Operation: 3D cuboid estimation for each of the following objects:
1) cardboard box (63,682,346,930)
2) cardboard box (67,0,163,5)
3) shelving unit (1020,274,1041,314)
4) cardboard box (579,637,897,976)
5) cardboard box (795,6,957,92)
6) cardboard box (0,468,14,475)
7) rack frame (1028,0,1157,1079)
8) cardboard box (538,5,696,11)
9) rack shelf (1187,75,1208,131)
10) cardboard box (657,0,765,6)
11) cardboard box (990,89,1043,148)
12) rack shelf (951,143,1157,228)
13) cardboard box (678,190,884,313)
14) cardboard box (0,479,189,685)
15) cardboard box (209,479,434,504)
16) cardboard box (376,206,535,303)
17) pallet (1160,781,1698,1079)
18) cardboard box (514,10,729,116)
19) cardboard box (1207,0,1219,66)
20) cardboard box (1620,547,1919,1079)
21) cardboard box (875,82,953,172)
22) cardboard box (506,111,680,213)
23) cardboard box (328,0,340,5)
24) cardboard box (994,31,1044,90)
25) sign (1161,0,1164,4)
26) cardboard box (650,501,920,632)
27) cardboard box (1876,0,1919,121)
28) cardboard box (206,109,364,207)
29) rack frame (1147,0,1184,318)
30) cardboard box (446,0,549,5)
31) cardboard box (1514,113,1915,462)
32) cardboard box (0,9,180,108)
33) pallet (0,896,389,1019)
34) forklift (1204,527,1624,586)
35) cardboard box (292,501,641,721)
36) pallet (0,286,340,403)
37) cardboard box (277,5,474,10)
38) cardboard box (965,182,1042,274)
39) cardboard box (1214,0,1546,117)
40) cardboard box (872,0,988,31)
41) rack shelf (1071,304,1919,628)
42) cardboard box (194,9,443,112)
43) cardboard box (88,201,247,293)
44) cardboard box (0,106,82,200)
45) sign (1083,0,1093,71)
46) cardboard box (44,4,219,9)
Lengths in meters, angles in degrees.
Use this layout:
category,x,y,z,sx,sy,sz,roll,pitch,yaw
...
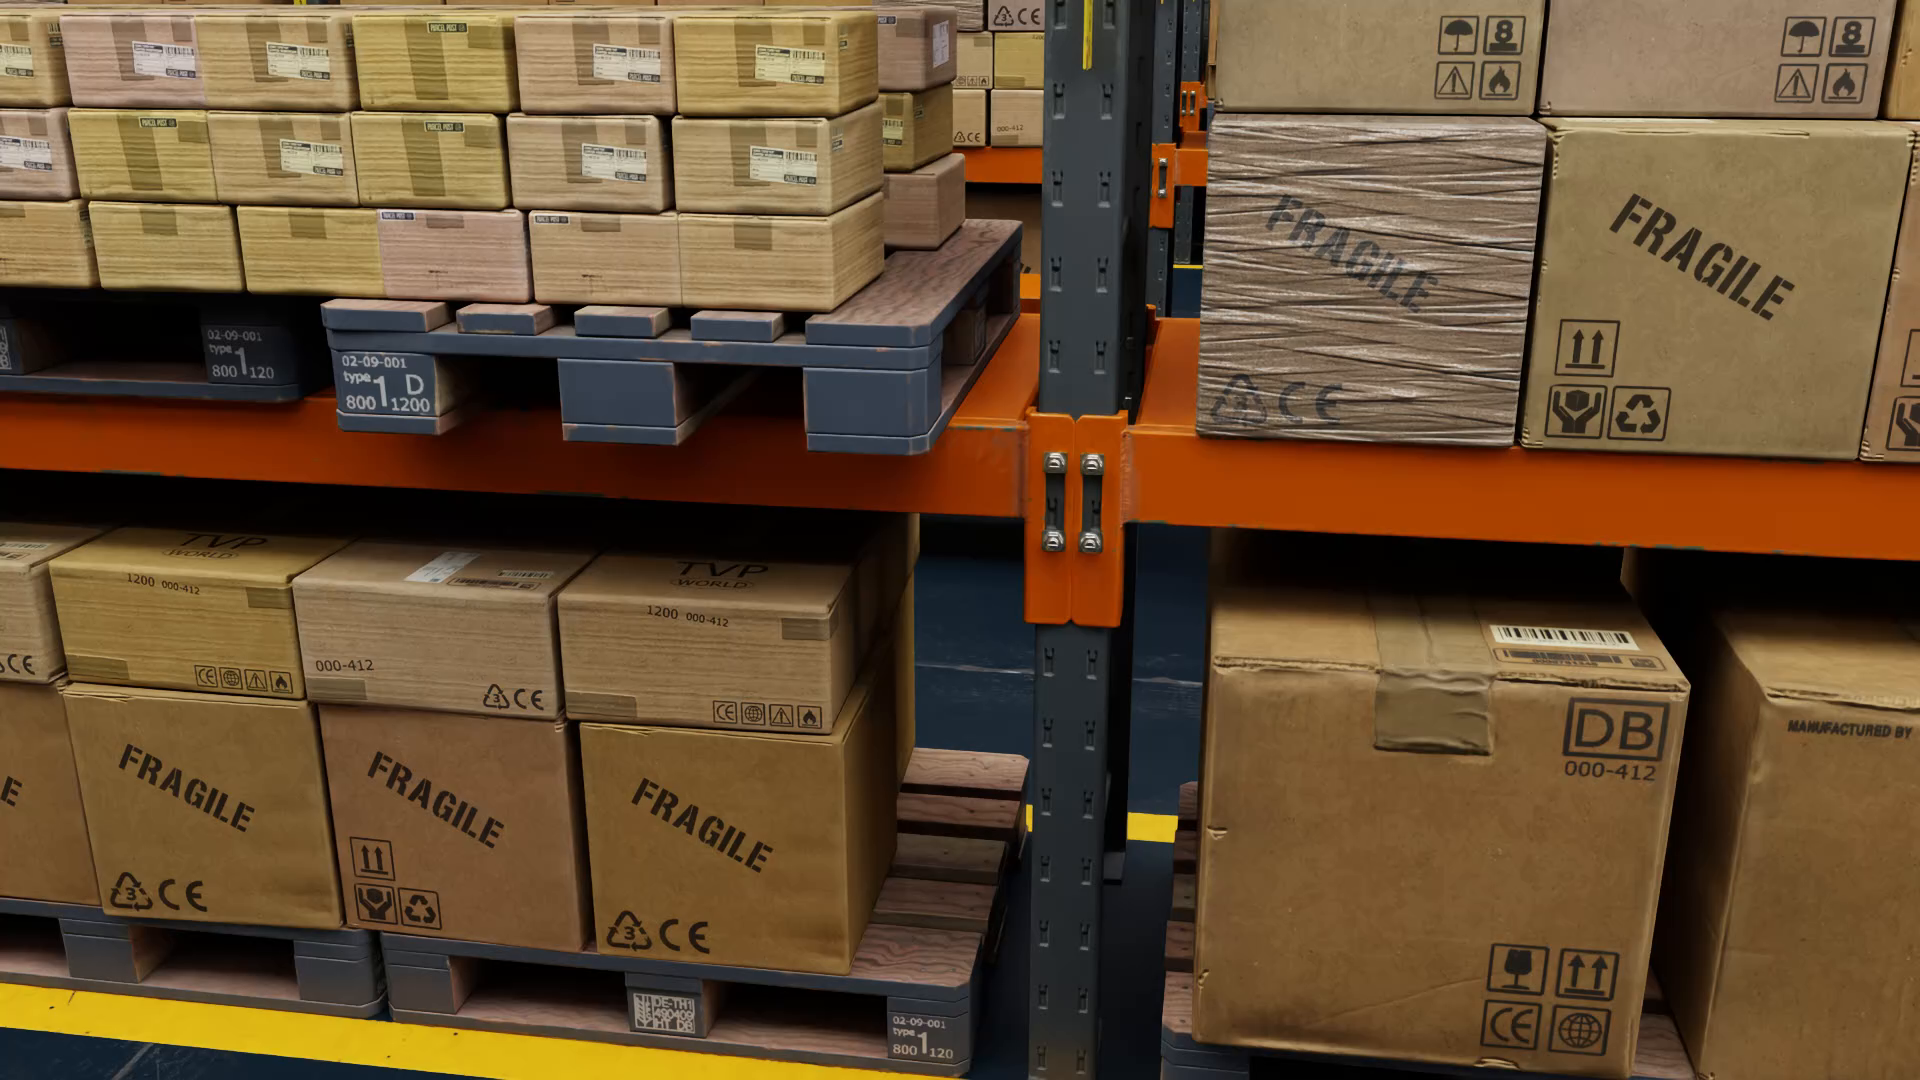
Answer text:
category,x,y,z,sx,sy,sz,roll,pitch,yaw
cardboard box,-1.457,0.456,3.491,0.500,0.500,0.500,2,19,6
cardboard box,-4.003,-2.774,8.134,0.500,0.500,0.500,3,19,8
shelving unit,-0.007,-0.534,6.126,1.048,1.125,0.538,3,19,9
cardboard box,-0.420,0.505,3.345,0.500,0.500,0.500,3,19,8
cardboard box,-0.159,-0.977,3.291,0.250,0.149,0.380,3,19,9
cardboard box,-2.398,-0.113,4.008,0.500,0.250,0.500,4,19,11
rack frame,0.271,-0.530,3.161,0.127,3.000,1.000,3,19,9
cardboard box,-0.662,-1.003,3.369,0.250,0.149,0.380,3,19,8
rack shelf,3.714,-3.200,12.272,4.000,0.370,1.077,3,19,9
cardboard box,-1.091,-2.630,7.702,0.500,0.500,0.500,3,19,8
cardboard box,0.416,-1.959,7.668,0.500,0.250,0.500,2,19,7
rack shelf,-1.019,-1.846,8.226,4.000,0.370,1.077,3,19,9
cardboard box,-0.289,-0.491,2.778,0.250,0.149,0.380,3,19,10
cardboard box,-1.962,0.072,3.456,0.500,0.250,0.500,4,19,11
cardboard box,-1.359,-0.065,3.865,0.500,0.250,0.500,3,19,9
cardboard box,-0.788,-0.517,2.855,0.250,0.149,0.380,3,19,10
pallet,1.037,0.855,3.414,1.213,0.211,1.003,3,19,9
cardboard box,-0.533,-0.787,2.724,0.250,0.149,0.380,3,19,8
cardboard box,1.364,-2.379,7.397,0.500,0.500,0.500,2,19,7
cardboard box,1.721,0.439,3.147,0.750,0.750,1.050,3,19,9
cardboard box,-0.174,-0.839,3.347,0.250,0.149,0.380,4,19,11
cardboard box,-0.553,-0.647,2.773,0.250,0.149,0.380,4,19,11
cardboard box,-3.425,-2.909,8.536,0.500,0.500,0.500,3,19,9
cardboard box,0.438,-2.197,7.590,0.500,0.250,0.500,3,19,8
sign,0.871,-2.461,7.107,0.005,0.325,0.100,3,19,9
cardboard box,-0.372,-0.010,3.702,0.500,0.250,0.500,2,19,6
cardboard box,1.719,-0.976,2.759,0.500,0.500,0.700,3,19,8
cardboard box,-1.060,-0.672,2.849,0.250,0.149,0.380,3,19,9
rack frame,0.956,-2.086,7.811,0.127,3.000,1.000,3,19,9
cardboard box,-2.098,-2.680,7.852,0.500,0.500,0.500,3,19,8
cardboard box,1.174,-0.446,2.751,0.500,0.500,0.500,3,19,8
cardboard box,-1.562,-0.839,2.881,0.250,0.149,0.380,4,19,11
pallet,-1.702,0.690,3.908,1.213,0.211,1.003,3,19,9
forklift,2.404,-1.191,5.242,3.031,2.935,1.130,5,19,14
cardboard box,-0.946,0.126,3.295,0.500,0.250,0.500,3,19,9
pallet,-1.690,-0.526,3.451,1.213,0.211,1.003,3,19,9
cardboard box,-1.191,-1.029,3.449,0.250,0.149,0.380,4,19,11
cardboard box,0.287,-1.339,8.263,0.875,0.875,0.875,3,19,8
cardboard box,0.712,-1.026,2.909,0.500,0.500,0.700,3,19,8
cardboard box,-0.104,-2.575,7.539,0.500,0.500,0.500,3,19,10
rack shelf,2.245,-0.089,2.974,4.000,0.370,1.077,3,19,9
cardboard box,-1.056,-0.812,2.800,0.250,0.149,0.380,3,19,10
cardboard box,-1.300,-0.544,2.935,0.250,0.149,0.380,2,19,6
cardboard box,-1.563,-0.698,2.927,0.250,0.149,0.380,3,19,10
sign,0.194,-0.871,2.480,0.005,0.325,0.100,3,19,9
cardboard box,-1.698,-1.056,3.528,0.250,0.149,0.380,3,19,8
